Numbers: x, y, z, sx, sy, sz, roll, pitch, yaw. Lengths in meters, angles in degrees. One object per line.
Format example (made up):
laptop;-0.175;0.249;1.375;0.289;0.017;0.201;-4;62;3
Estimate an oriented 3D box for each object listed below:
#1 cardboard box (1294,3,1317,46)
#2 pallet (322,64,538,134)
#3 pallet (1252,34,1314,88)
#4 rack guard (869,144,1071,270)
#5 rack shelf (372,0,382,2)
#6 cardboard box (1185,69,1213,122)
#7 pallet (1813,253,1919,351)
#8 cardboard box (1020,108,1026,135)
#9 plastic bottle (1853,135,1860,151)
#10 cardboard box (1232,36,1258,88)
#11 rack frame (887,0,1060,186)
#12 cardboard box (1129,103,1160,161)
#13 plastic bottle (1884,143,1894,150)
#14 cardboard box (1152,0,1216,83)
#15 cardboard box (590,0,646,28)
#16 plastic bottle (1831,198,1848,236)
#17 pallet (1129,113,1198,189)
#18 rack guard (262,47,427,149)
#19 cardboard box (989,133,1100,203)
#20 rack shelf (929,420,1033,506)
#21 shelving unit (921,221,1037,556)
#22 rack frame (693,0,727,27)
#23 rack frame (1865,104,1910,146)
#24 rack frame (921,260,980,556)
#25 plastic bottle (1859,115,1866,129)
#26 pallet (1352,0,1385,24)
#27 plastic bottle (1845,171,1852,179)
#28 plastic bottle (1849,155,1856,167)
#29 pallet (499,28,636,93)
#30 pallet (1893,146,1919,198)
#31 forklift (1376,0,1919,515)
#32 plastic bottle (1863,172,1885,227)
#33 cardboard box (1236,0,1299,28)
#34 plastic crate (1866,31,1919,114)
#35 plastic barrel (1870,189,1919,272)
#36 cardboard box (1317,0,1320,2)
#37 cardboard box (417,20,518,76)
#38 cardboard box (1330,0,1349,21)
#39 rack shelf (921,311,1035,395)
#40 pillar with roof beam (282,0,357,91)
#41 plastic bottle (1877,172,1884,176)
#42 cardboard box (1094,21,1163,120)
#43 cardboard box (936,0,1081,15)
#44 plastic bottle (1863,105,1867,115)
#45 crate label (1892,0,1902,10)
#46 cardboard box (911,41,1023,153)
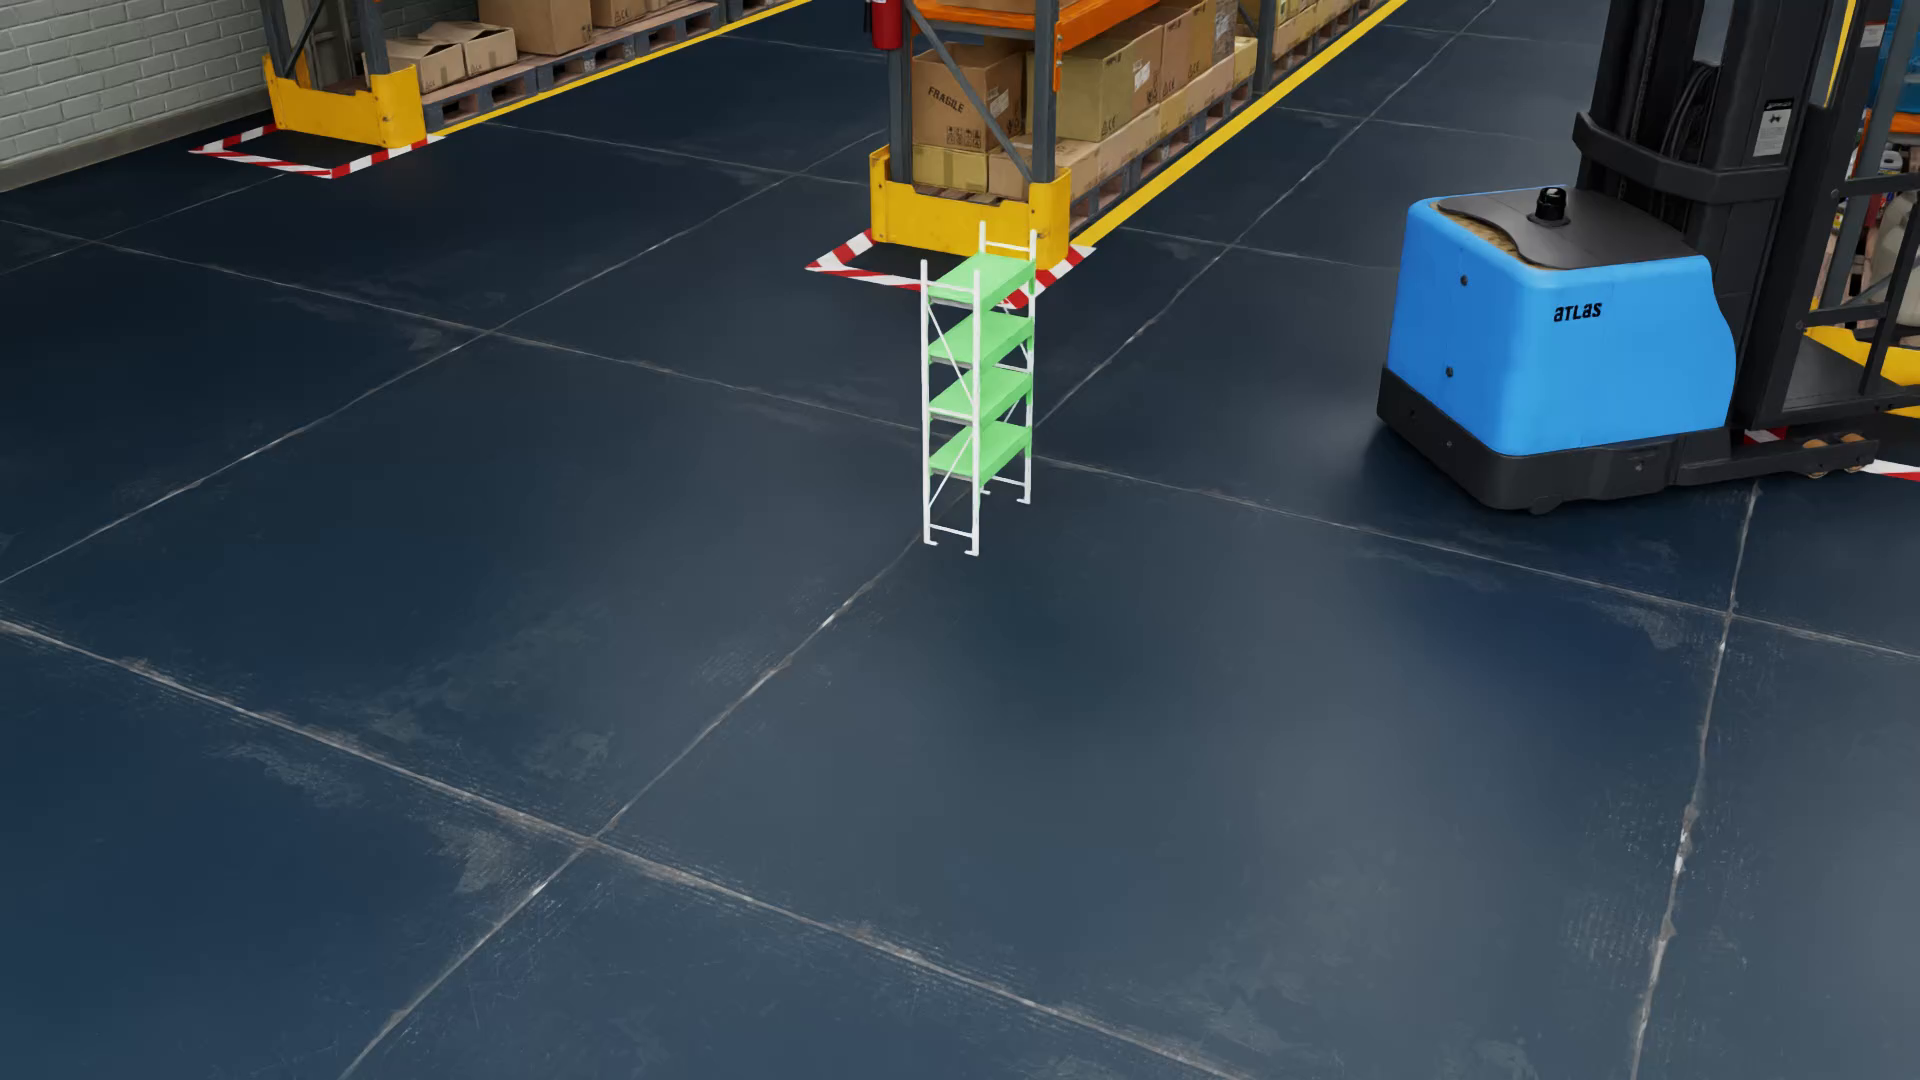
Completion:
cardboard box;2.522;-4.147;13.298;0.500;0.250;0.500;15;33;24
pallet;-3.914;-3.333;12.343;1.003;0.211;1.213;14;33;23
pallet;2.185;-3.934;13.389;1.003;0.211;1.213;14;33;23
rack guard;0.051;-1.940;9.626;1.175;0.500;0.348;14;33;23
rack shelf;-3.439;-4.731;12.700;1.077;0.370;4.000;14;33;23
cardboard box;1.416;-3.098;11.472;0.500;0.250;0.500;14;33;23
pallet;4.837;-1.103;8.459;1.003;0.211;1.213;14;33;23
cardboard box;0.260;-2.554;10.524;0.500;0.250;0.500;14;33;23
plastic bottle;5.356;-2.284;10.002;0.061;0.283;0.133;16;33;25
cardboard box;1.867;-3.542;12.246;0.500;0.250;0.500;14;33;23
rack frame;0.062;-3.035;9.022;1.000;3.000;0.127;14;33;23
cardboard box;0.957;-2.656;10.702;0.500;0.250;0.500;14;33;23
plastic bottle;5.596;-2.335;10.102;0.097;0.271;0.097;0;30;0
cardboard box;1.405;-3.426;11.290;0.500;0.500;0.500;14;33;23
cardboard box;-2.965;-4.568;13.760;0.500;0.500;0.500;12;32;20
plastic bottle;4.916;-1.800;9.241;0.097;0.201;0.097;0;30;0
pallet;0.930;-2.713;11.262;1.003;0.211;1.213;14;33;23
rack guard;-4.315;-3.106;11.658;1.175;0.500;0.348;14;33;23
cardboard box;0.504;-2.212;9.929;0.500;0.250;0.500;14;33;23
rack shelf;0.075;-0.330;6.730;0.258;0.148;0.480;14;33;23
shelving unit;0.075;-0.594;6.579;0.258;1.200;0.503;14;33;23
rack frame;-2.528;-5.930;14.064;1.000;3.000;0.127;14;33;23
rack frame;6.292;-3.683;10.151;1.000;3.000;0.127;14;33;23
rack frame;-0.036;-0.486;6.391;0.240;1.200;0.015;14;33;23
plastic bottle;5.555;-2.461;10.241;0.144;0.351;0.185;15;33;25
pallet;3.296;-5.016;15.272;1.003;0.211;1.213;14;33;23
plastic bottle;5.055;-1.938;9.406;0.152;0.276;0.135;15;33;24
plastic bottle;5.190;-2.106;9.624;0.144;0.351;0.185;16;33;25
pallet;-3.357;-3.872;13.281;1.003;0.211;1.213;14;33;23
pallet;5.949;-2.185;10.343;1.003;0.211;1.213;14;33;23
forklift;3.482;-1.782;6.910;3.031;2.935;1.130;-8;31;-14
plastic bottle;5.150;-1.917;9.363;0.061;0.283;0.133;14;33;23
cardboard box;2.294;-4.168;12.771;0.500;0.311;0.500;14;33;23
plastic crate;4.431;-2.135;7.604;0.499;0.251;0.616;14;33;23
plastic barrel;4.930;-1.544;8.503;0.421;0.512;0.421;0;30;0
cardboard box;2.761;-4.618;13.556;0.500;0.311;0.500;13;32;22
cardboard box;-3.695;-3.721;12.475;0.500;0.311;0.500;17;34;27
cardboard box;2.988;-4.602;14.091;0.500;0.250;0.500;15;33;24
rack shelf;0.075;-0.746;6.491;0.258;0.148;0.480;14;33;23
pillar with roof beam;-0.969;-6.288;8.664;9.100;9.000;0.400;14;33;23
plastic bottle;5.318;-2.034;9.647;0.097;0.201;0.097;0;30;0
cardboard box;0.946;-2.983;10.520;0.500;0.500;0.500;14;33;23
cardboard box;0.286;-3.282;9.353;0.700;0.500;0.500;14;33;23
plastic bottle;5.756;-2.648;10.648;0.097;0.271;0.097;0;30;0
crate label;5.067;-2.802;8.582;0.502;0.435;0.616;14;33;23
cardboard box;0.041;-2.655;9.947;0.500;0.500;0.500;14;33;23
